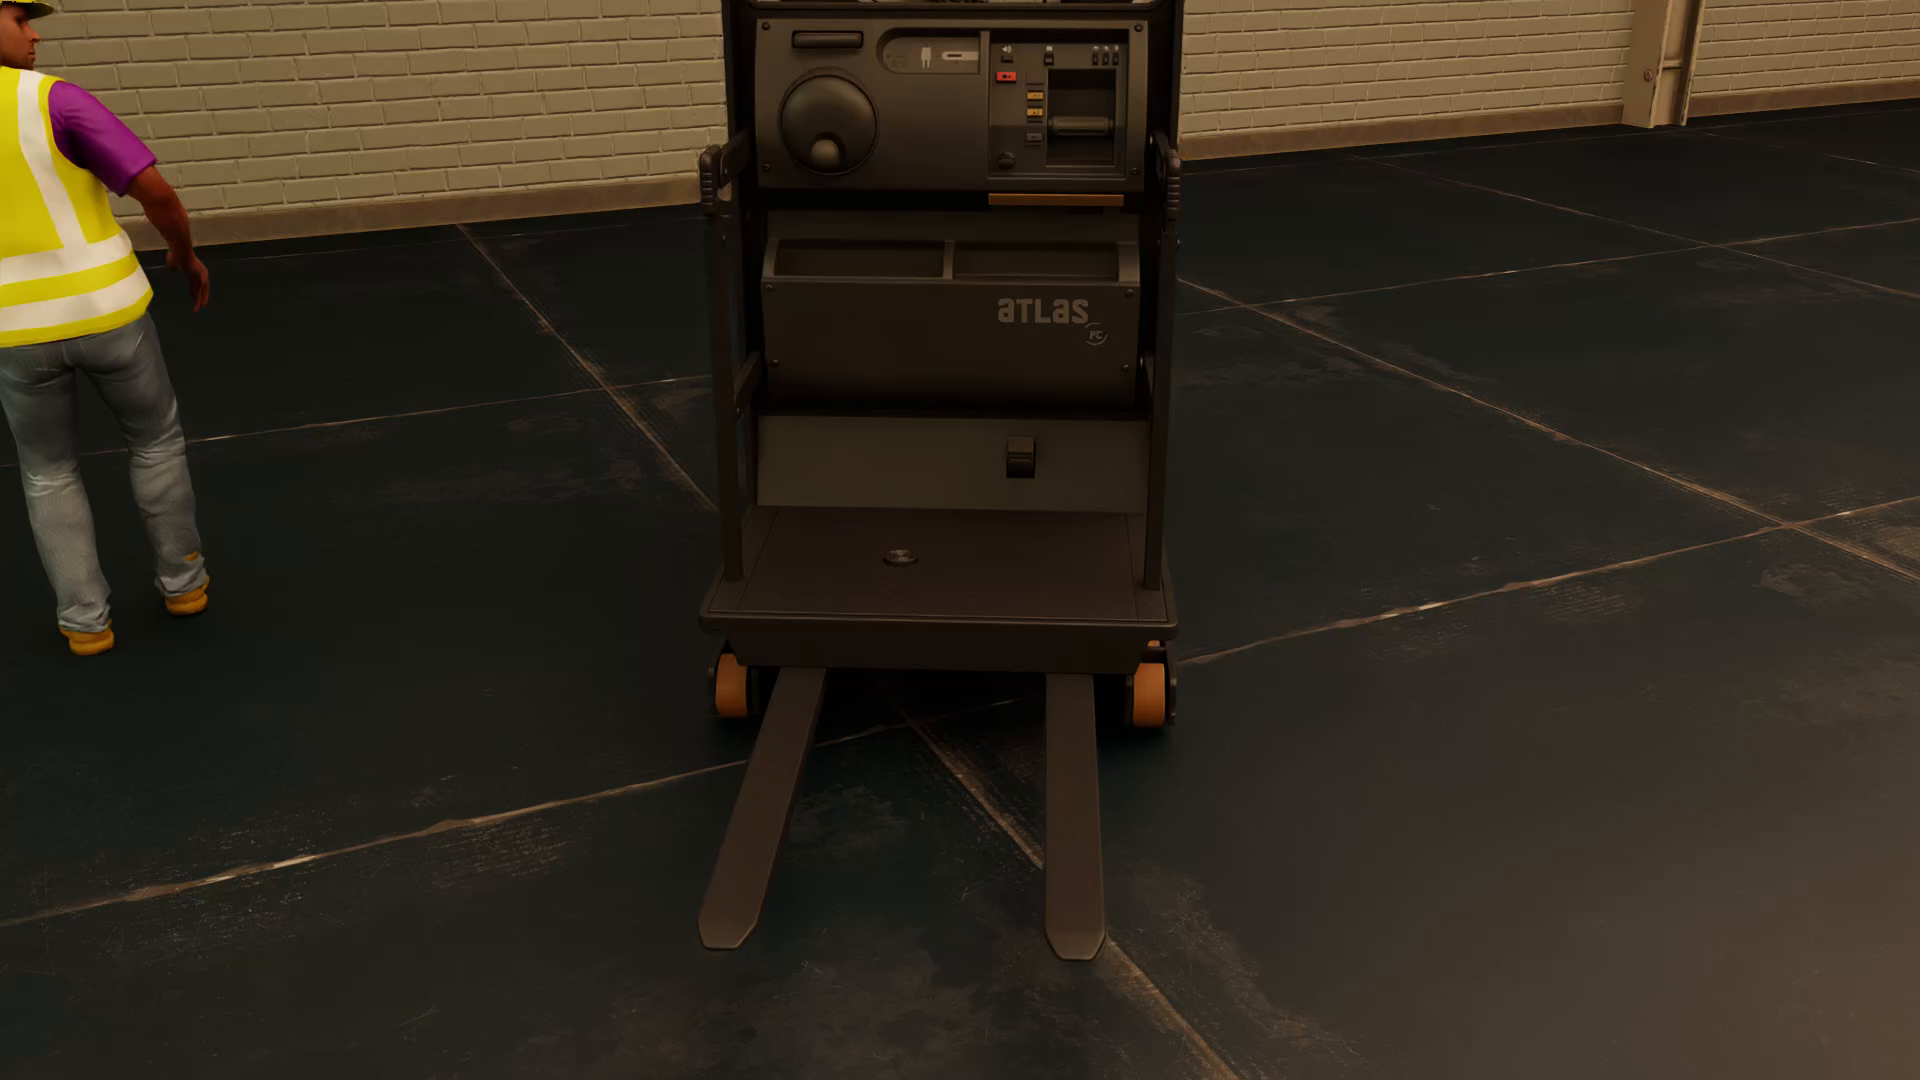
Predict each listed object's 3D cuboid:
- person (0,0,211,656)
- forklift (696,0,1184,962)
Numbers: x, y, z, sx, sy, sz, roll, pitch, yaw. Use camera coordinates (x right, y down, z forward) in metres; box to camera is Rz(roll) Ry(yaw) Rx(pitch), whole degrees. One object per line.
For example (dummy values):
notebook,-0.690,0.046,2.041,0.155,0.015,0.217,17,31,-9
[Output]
person,-2.329,-0.581,4.249,0.777,1.734,0.511,-7,23,-16
forklift,-0.031,-1.024,3.751,1.130,2.935,3.031,1,23,3
